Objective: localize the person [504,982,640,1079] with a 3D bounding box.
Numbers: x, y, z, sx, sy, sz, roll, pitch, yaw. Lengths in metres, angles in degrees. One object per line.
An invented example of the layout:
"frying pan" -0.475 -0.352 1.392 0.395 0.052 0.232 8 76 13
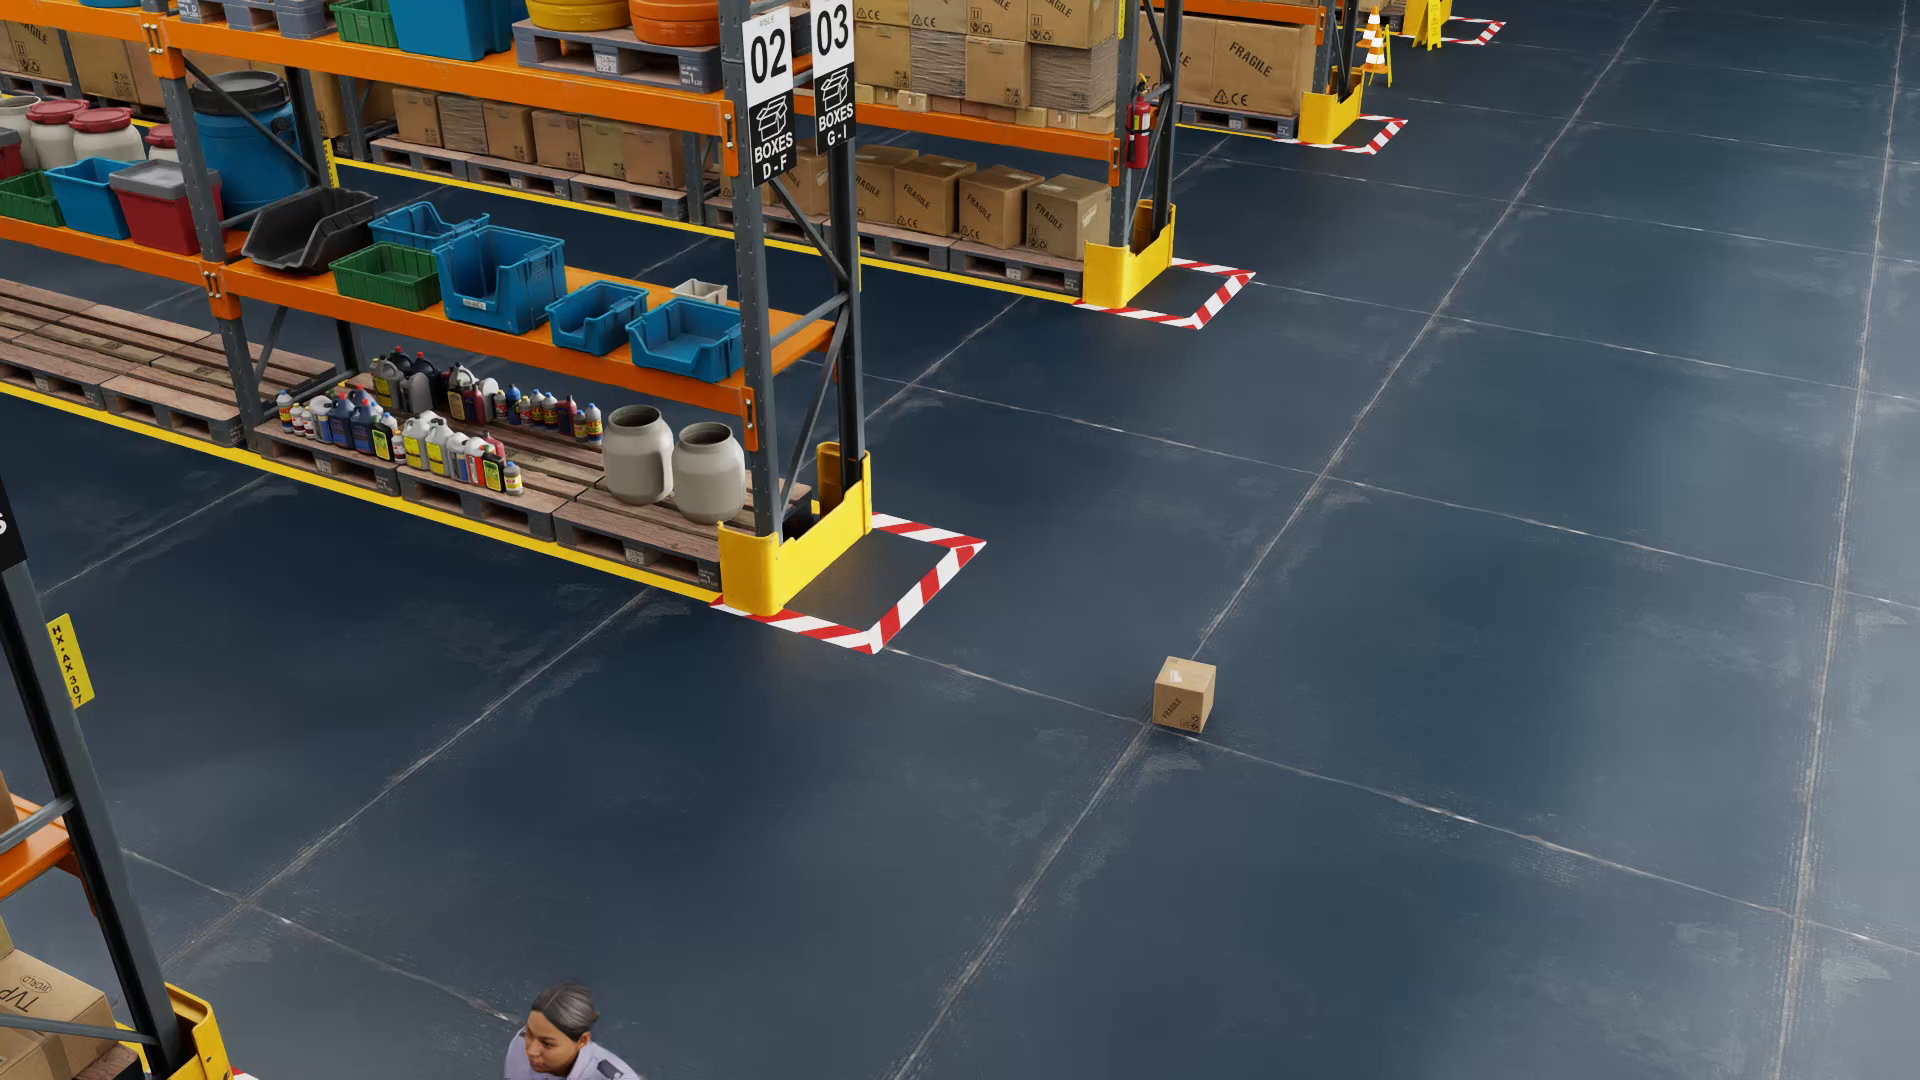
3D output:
"person" -1.110 1.924 4.961 0.478 1.640 0.492 15 33 23
